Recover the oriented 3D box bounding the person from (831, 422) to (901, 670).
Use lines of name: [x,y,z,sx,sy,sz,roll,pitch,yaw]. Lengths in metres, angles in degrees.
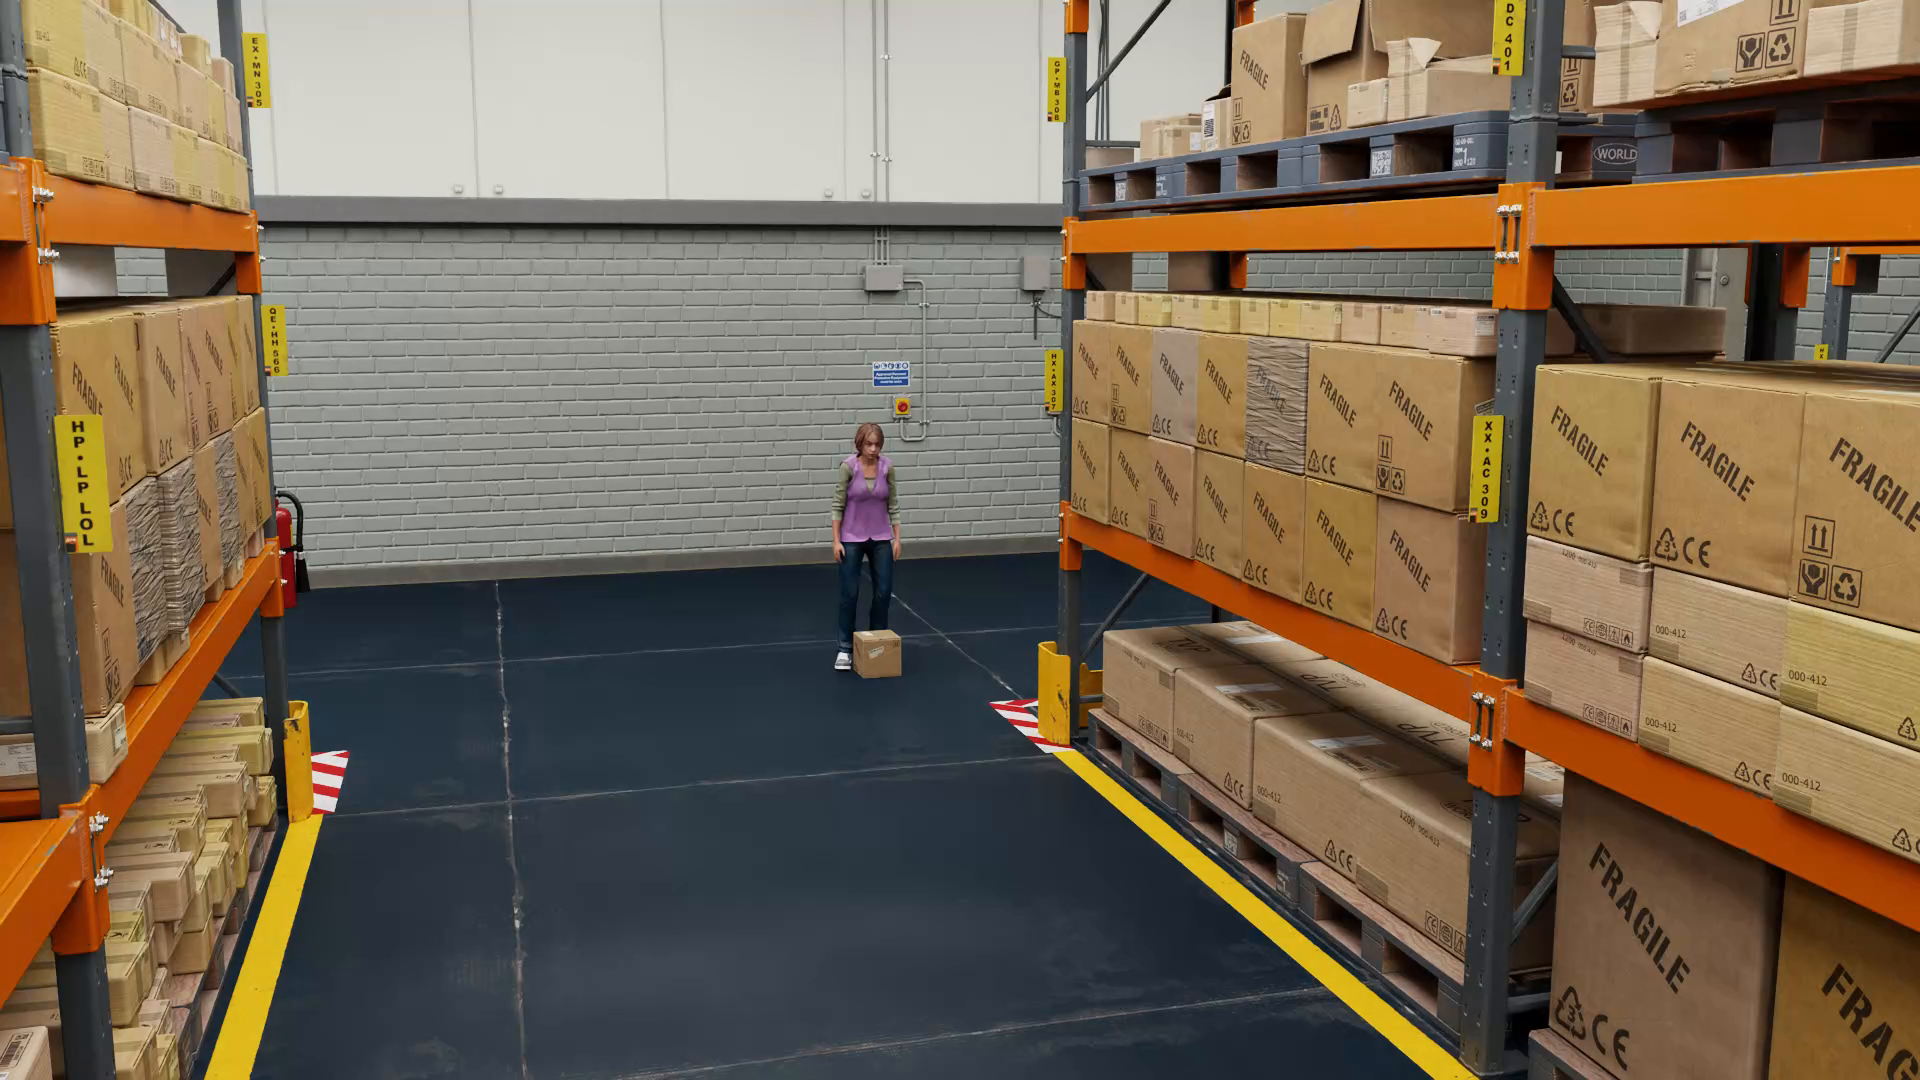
person: [-0.602,0.031,10.729,0.464,1.592,0.365,-3,10,-16]
